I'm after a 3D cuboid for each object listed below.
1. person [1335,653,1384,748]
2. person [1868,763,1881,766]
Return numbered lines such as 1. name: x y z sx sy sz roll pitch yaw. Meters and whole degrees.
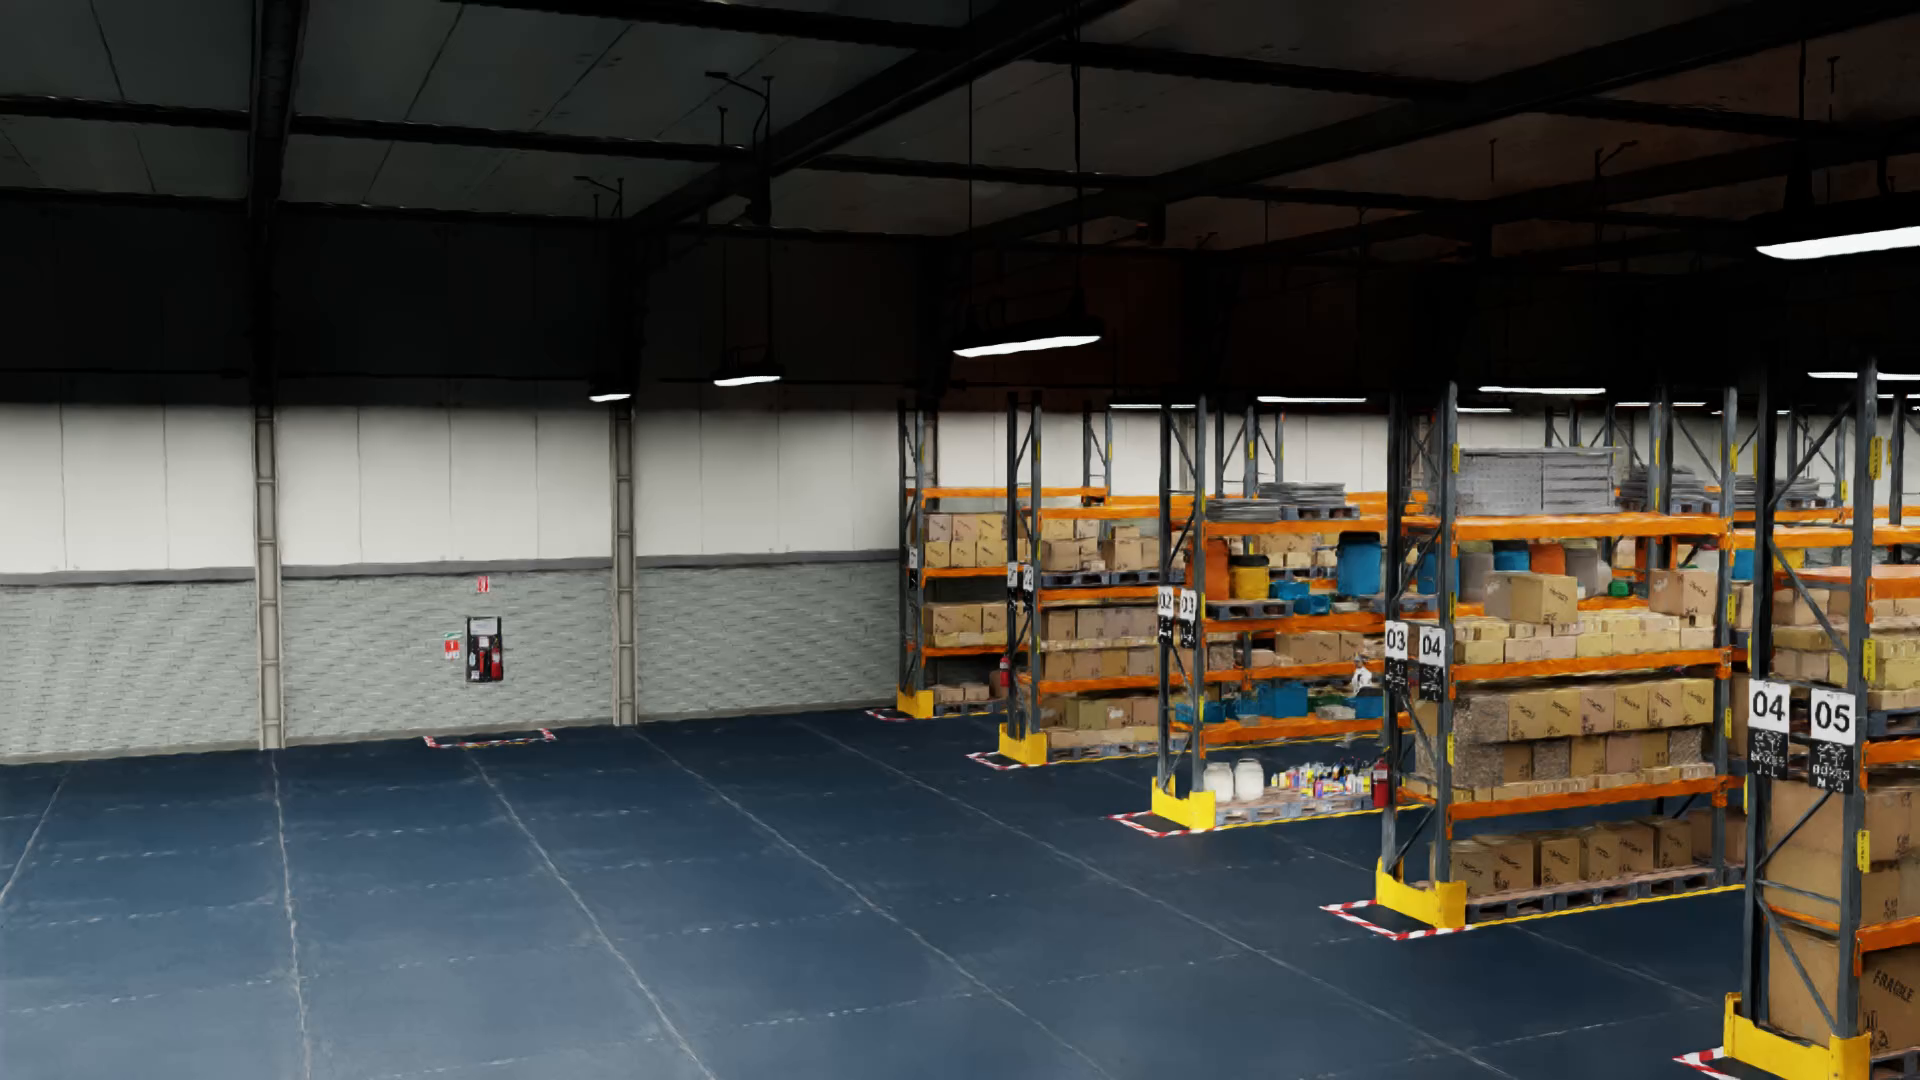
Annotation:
1. person: 6.800 2.701 28.032 0.997 1.624 0.502 -2 4 -24
2. person: 10.423 3.186 18.965 1.122 1.706 0.566 -1 4 -21
